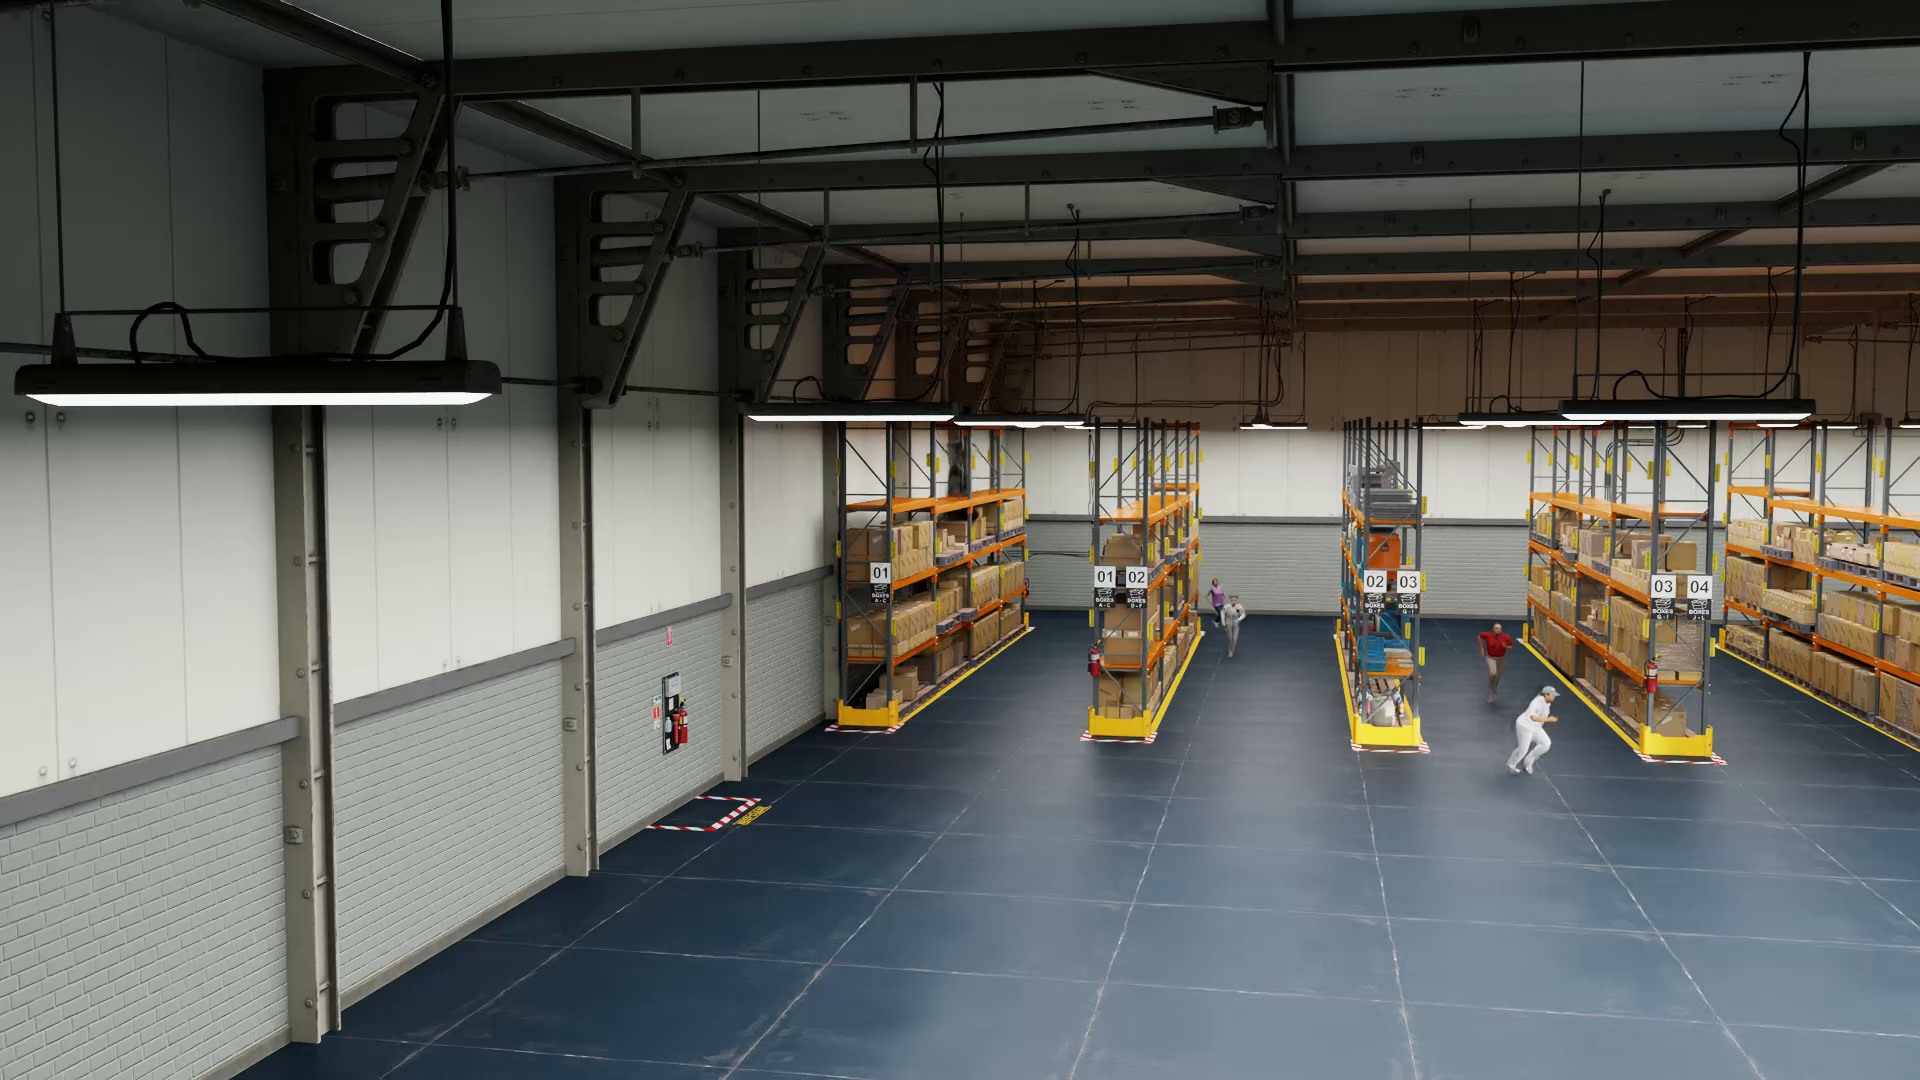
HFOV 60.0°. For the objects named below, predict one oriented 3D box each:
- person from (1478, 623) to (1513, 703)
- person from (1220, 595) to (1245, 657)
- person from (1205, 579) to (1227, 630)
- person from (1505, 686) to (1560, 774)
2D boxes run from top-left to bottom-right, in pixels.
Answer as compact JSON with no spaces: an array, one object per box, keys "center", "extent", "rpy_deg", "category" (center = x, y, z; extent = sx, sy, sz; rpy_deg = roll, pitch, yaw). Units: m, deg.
[{"center":[11.372,2.595,35.339],"extent":[0.647,1.714,0.947],"rpy_deg":[0,4,4],"category":"person"},{"center":[6.954,2.188,42.413],"extent":[0.608,1.615,0.688],"rpy_deg":[0,4,4],"category":"person"},{"center":[7.384,1.868,47.863],"extent":[0.655,1.529,0.722],"rpy_deg":[-2,4,-29],"category":"person"},{"center":[9.582,3.160,27.769],"extent":[0.910,1.516,0.640],"rpy_deg":[4,5,44],"category":"person"}]
